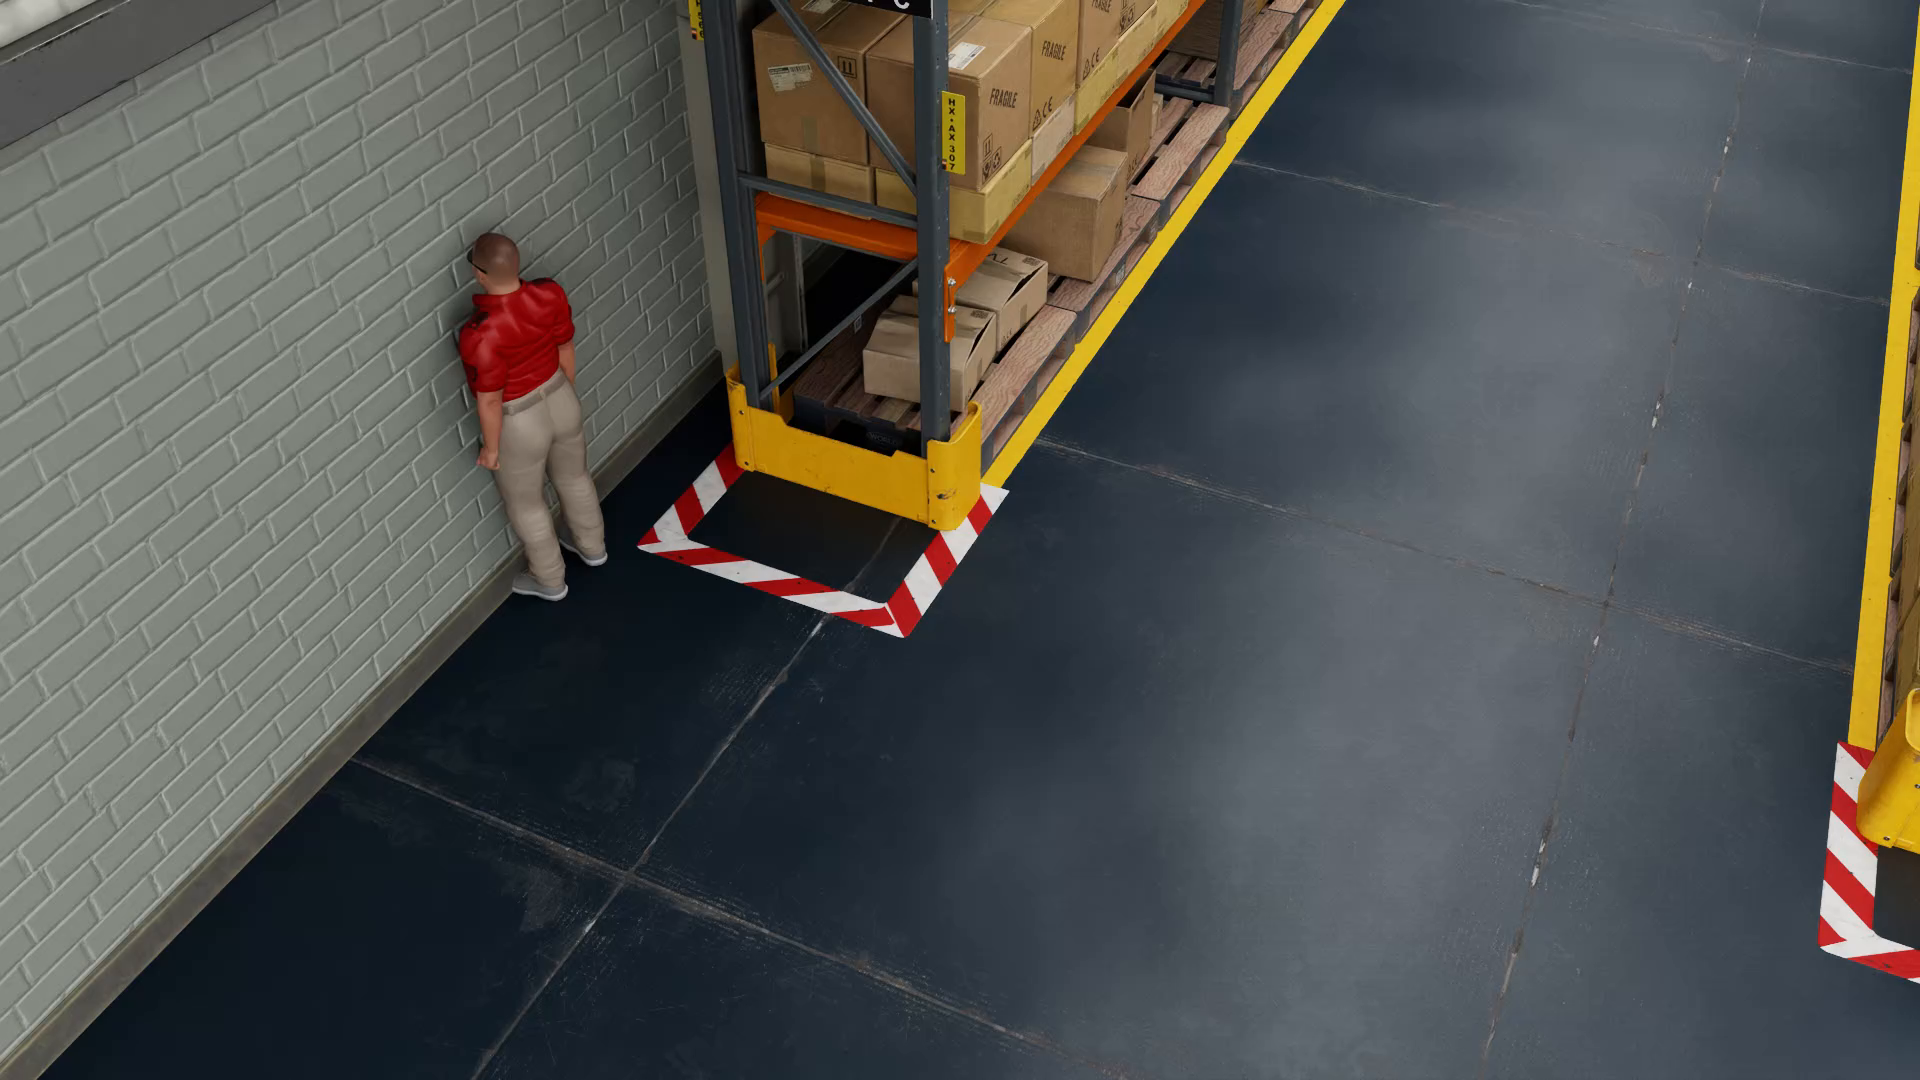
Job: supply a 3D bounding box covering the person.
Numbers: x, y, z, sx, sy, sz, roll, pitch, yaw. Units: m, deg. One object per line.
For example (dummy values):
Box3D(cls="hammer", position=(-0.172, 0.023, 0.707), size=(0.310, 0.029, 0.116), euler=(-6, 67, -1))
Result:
Box3D(cls="person", position=(-1.762, -0.497, 6.732), size=(0.381, 1.728, 0.523), euler=(24, 47, 25))
